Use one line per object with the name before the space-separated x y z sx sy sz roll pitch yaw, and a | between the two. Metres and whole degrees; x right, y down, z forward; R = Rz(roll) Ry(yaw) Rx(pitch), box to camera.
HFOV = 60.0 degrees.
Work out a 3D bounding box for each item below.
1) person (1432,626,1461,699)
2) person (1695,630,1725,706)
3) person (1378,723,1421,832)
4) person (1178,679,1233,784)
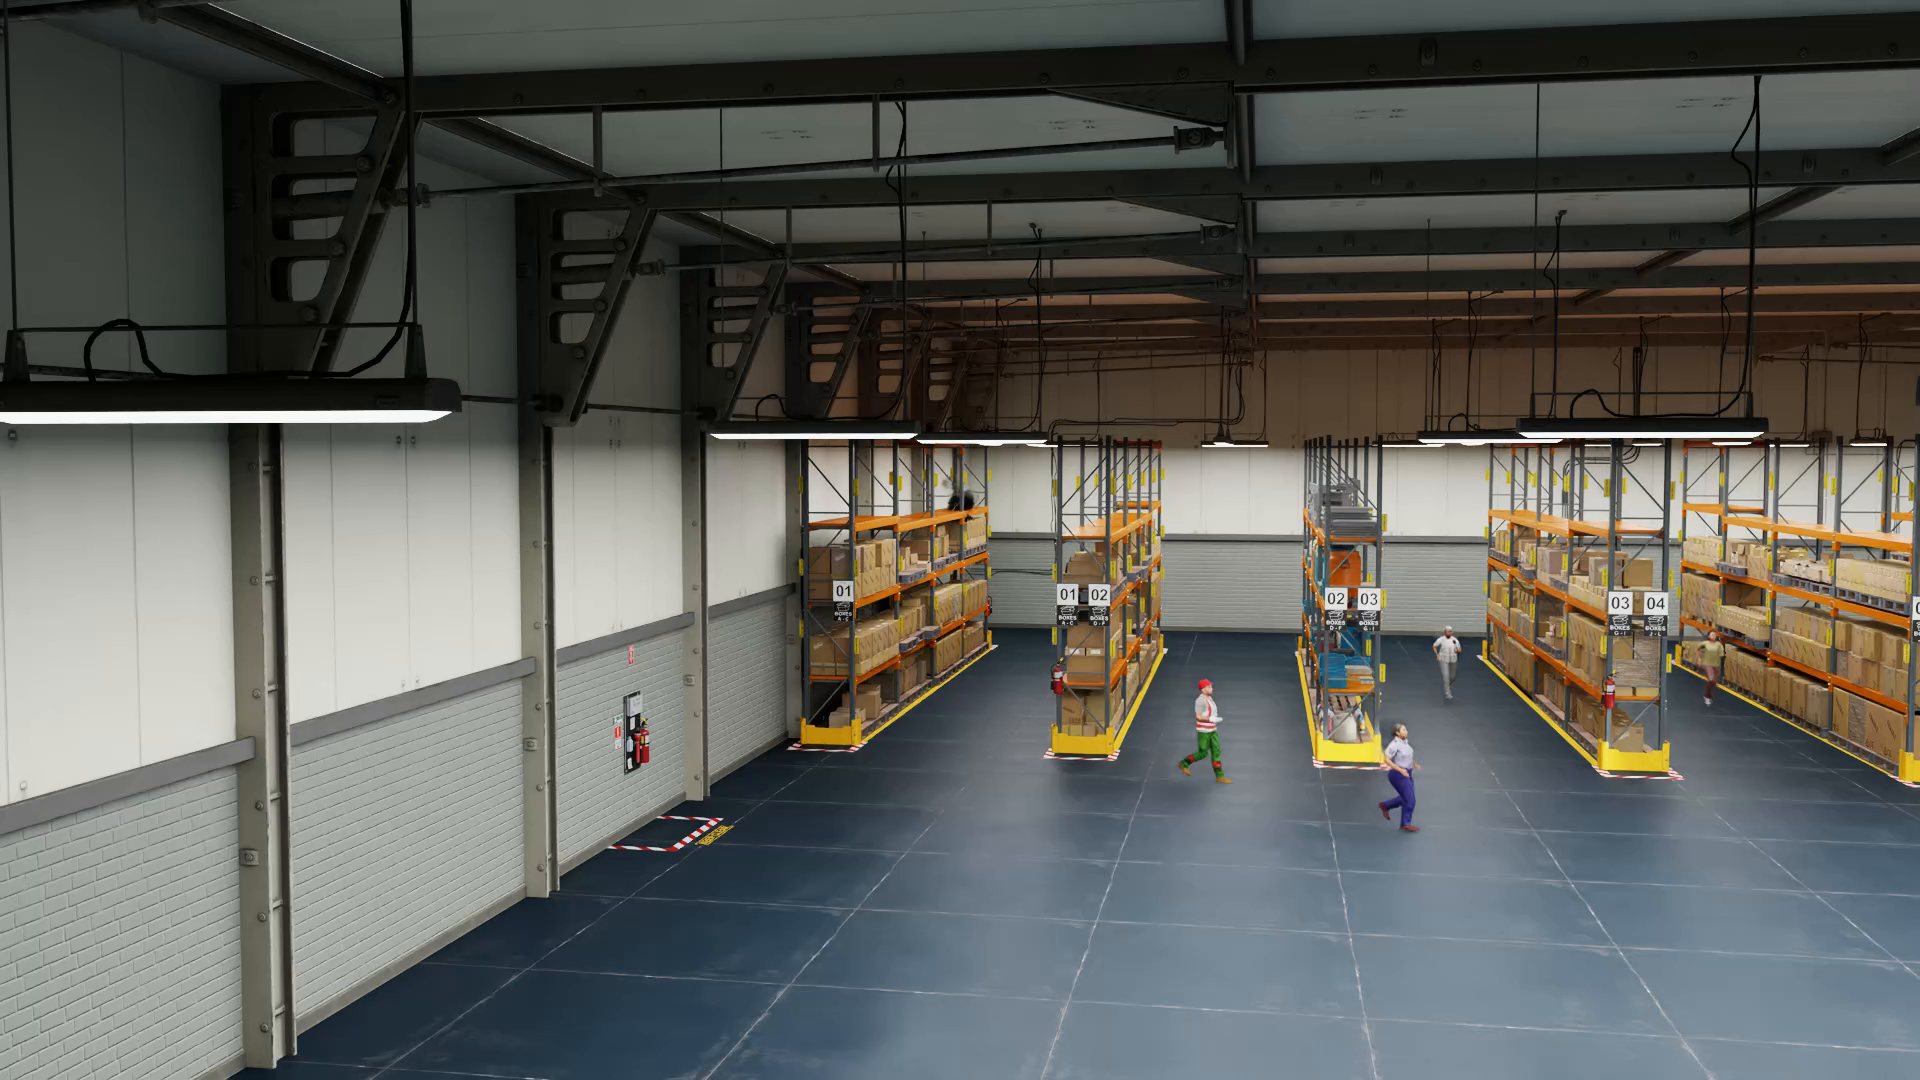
person | 11.268 2.809 38.403 0.614 1.643 0.899 0 3 -2
person | 16.902 2.865 37.417 0.545 1.700 0.697 0 3 2
person | 6.614 3.563 25.090 0.687 1.599 0.613 2 4 35
person | 4.212 3.269 28.471 0.985 1.776 0.654 2 4 31
